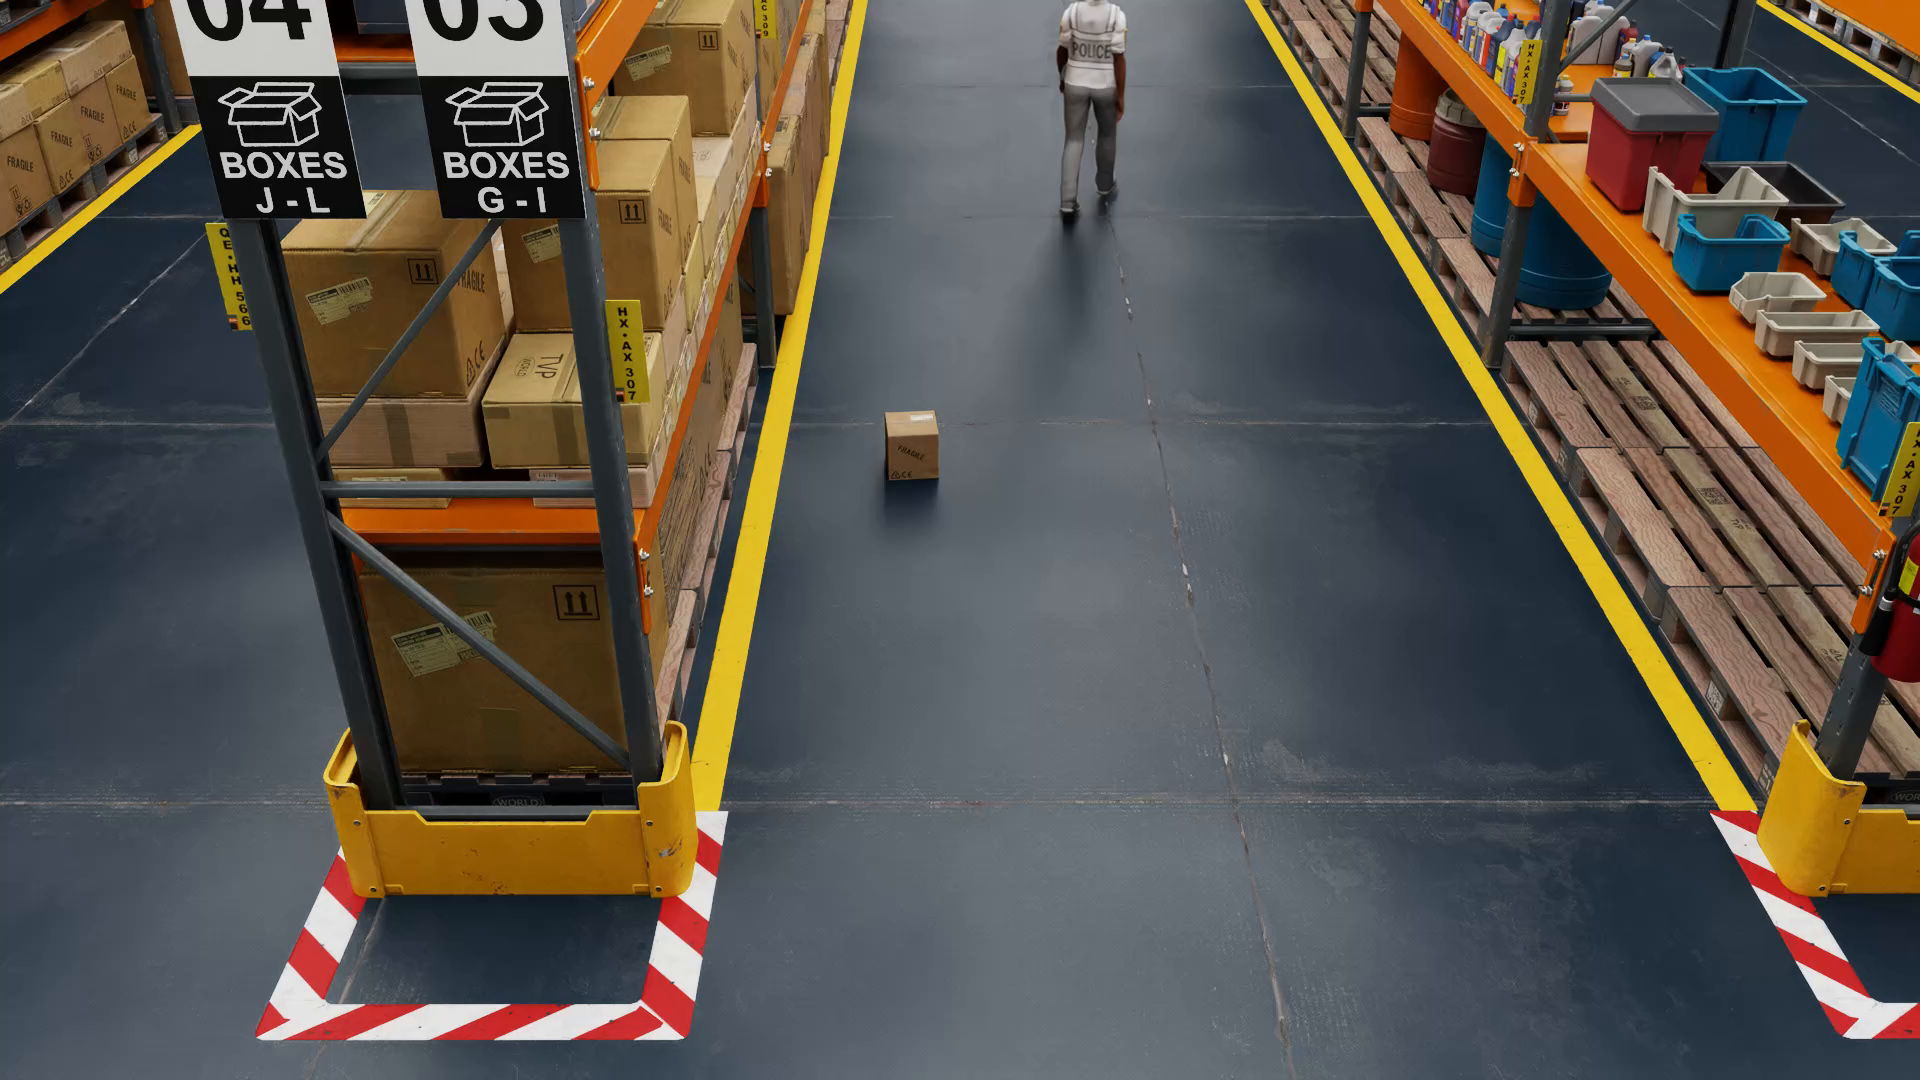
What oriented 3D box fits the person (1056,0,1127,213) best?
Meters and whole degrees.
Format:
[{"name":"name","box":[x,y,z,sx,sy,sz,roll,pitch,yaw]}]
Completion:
[{"name":"person","box":[0.871,-3.032,11.007,0.467,1.650,0.853,5,32,8]}]
